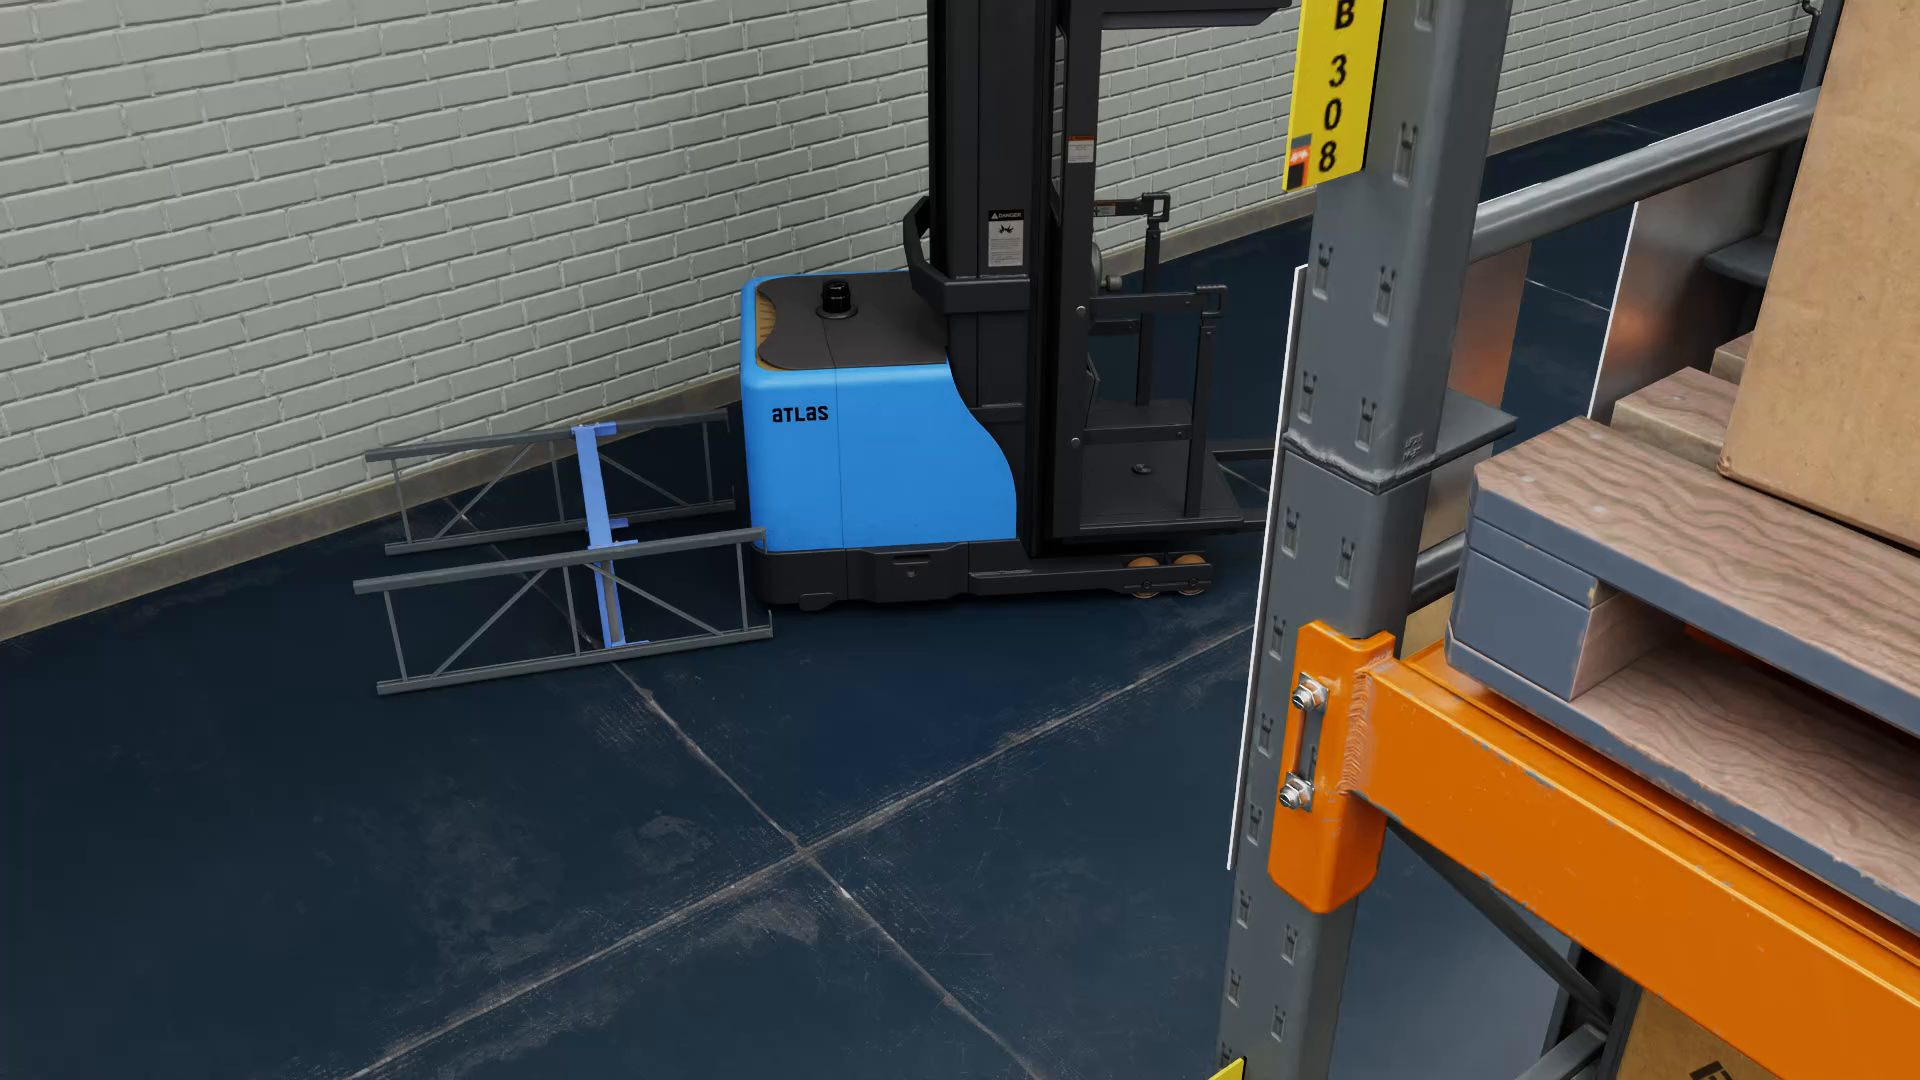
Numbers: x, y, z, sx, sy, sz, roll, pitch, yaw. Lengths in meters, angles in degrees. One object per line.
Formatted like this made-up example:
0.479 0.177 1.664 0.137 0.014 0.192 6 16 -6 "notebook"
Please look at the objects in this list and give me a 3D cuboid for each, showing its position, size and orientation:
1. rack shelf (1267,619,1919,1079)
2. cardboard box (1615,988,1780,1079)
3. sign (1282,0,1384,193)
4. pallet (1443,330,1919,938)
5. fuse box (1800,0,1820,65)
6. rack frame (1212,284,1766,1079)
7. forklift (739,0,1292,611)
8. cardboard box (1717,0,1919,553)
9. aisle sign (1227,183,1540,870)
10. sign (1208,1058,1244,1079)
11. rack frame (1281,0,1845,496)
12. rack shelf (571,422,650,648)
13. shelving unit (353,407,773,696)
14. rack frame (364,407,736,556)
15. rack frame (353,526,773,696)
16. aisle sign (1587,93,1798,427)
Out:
1.992 0.908 0.784 1.077 0.370 4.000 -22 38 -31 "rack shelf"
1.272 0.780 2.301 0.500 0.500 0.500 -22 38 -31 "cardboard box"
0.323 -0.459 1.400 0.100 0.325 0.005 -22 38 -31 "sign"
1.229 0.112 1.467 1.003 0.211 1.213 -22 38 -31 "pallet"
6.866 -4.577 12.998 0.539 1.711 0.414 -22 38 -31 "fuse box"
0.766 1.043 2.728 1.000 3.000 0.127 -22 38 -31 "rack frame"
0.619 -1.281 6.534 3.031 2.935 1.130 -3 32 -5 "forklift"
1.127 -0.295 1.452 0.700 0.500 0.500 -25 40 -34 "cardboard box"
0.484 0.006 1.934 0.394 0.787 0.004 -22 38 -31 "aisle sign"
0.323 0.819 2.193 0.100 0.325 0.005 -22 38 -31 "sign"
0.766 -1.505 1.145 1.000 3.000 0.127 -22 38 -31 "rack frame"
-1.426 -0.017 6.767 0.185 0.538 1.000 -8 33 -12 "rack shelf"
-1.600 0.007 6.728 1.500 0.538 1.048 -8 33 -12 "shelving unit"
-1.729 -0.252 7.146 1.500 0.500 0.032 -8 33 -12 "rack frame"
-1.470 0.266 6.311 1.500 0.500 0.032 -8 33 -12 "rack frame"
0.958 -0.188 2.246 0.394 0.787 0.004 -22 38 -31 "aisle sign"
